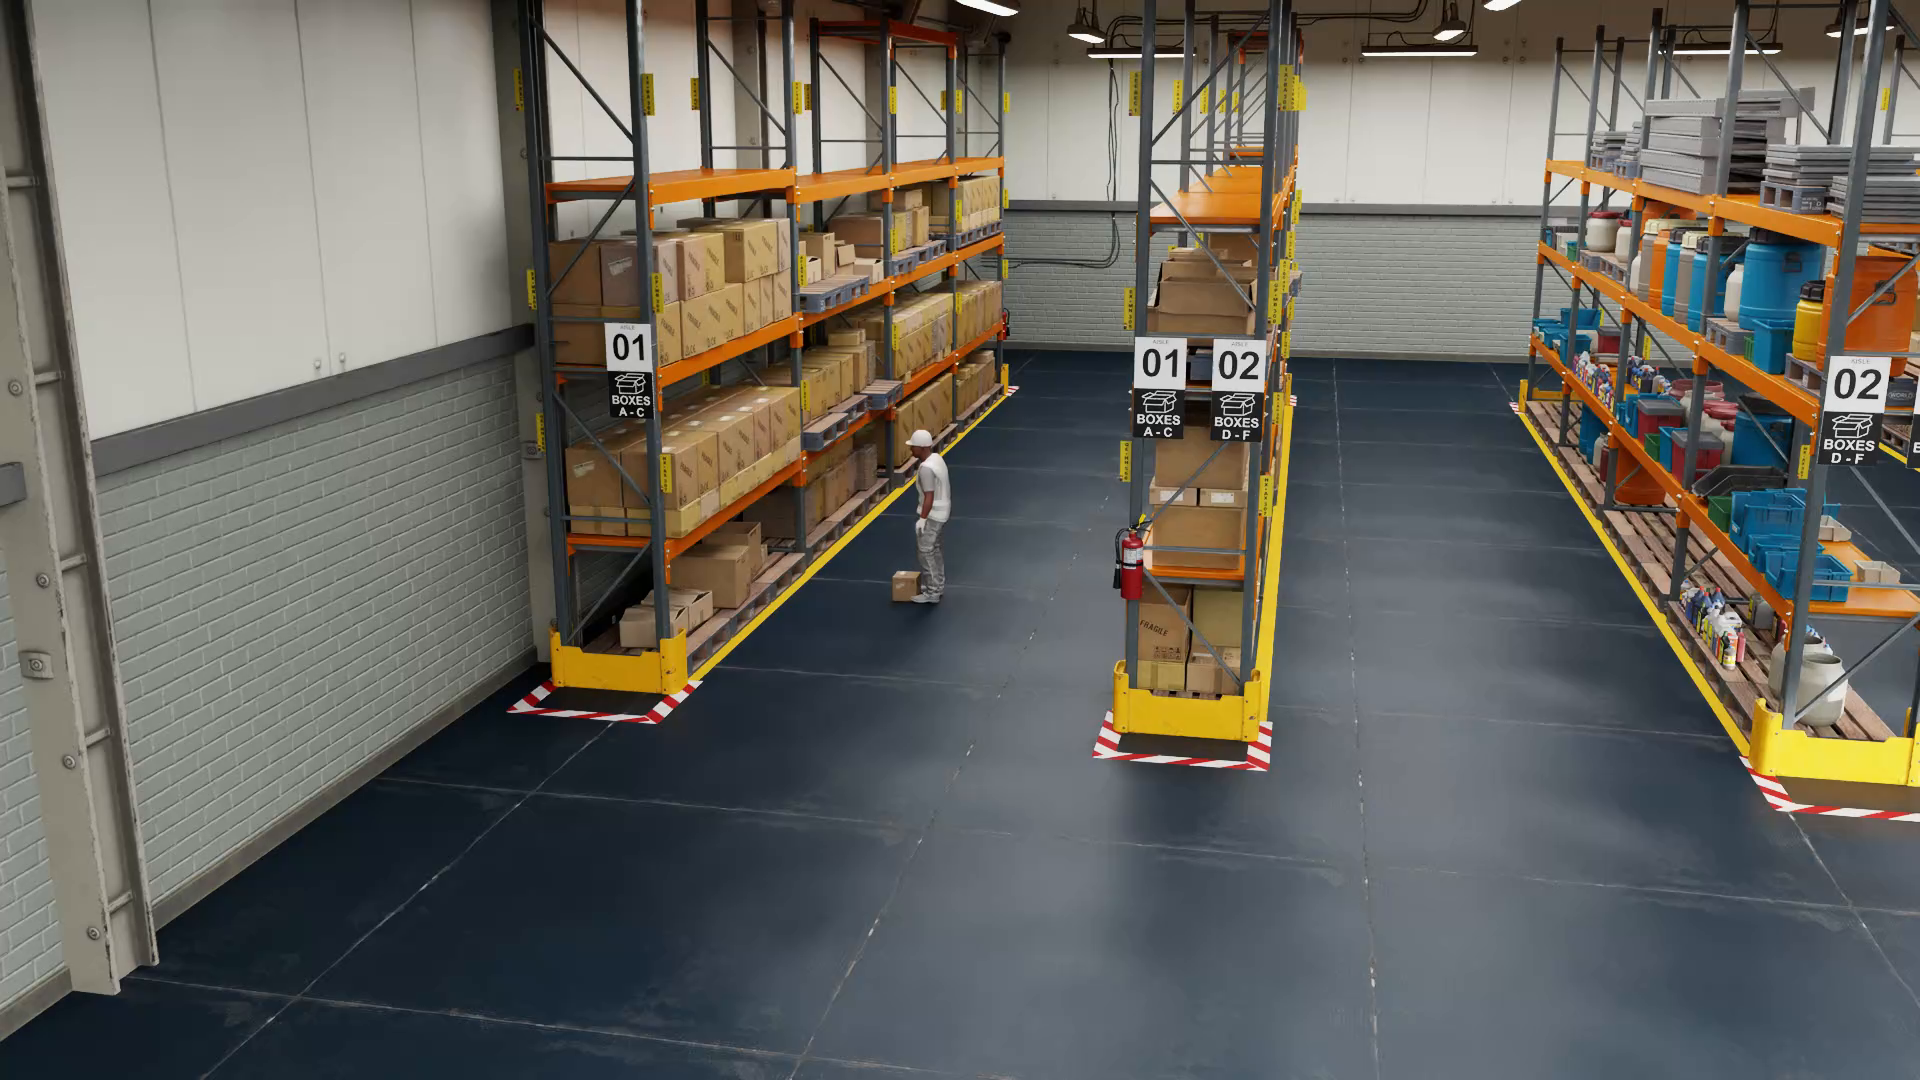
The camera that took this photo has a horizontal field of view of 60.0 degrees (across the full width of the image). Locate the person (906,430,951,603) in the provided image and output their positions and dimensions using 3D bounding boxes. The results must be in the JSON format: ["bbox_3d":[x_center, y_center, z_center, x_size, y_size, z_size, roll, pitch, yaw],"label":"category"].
[{"bbox_3d":[-0.324,-0.248,16.942,0.443,1.776,0.630,2,15,8],"label":"person"}]
